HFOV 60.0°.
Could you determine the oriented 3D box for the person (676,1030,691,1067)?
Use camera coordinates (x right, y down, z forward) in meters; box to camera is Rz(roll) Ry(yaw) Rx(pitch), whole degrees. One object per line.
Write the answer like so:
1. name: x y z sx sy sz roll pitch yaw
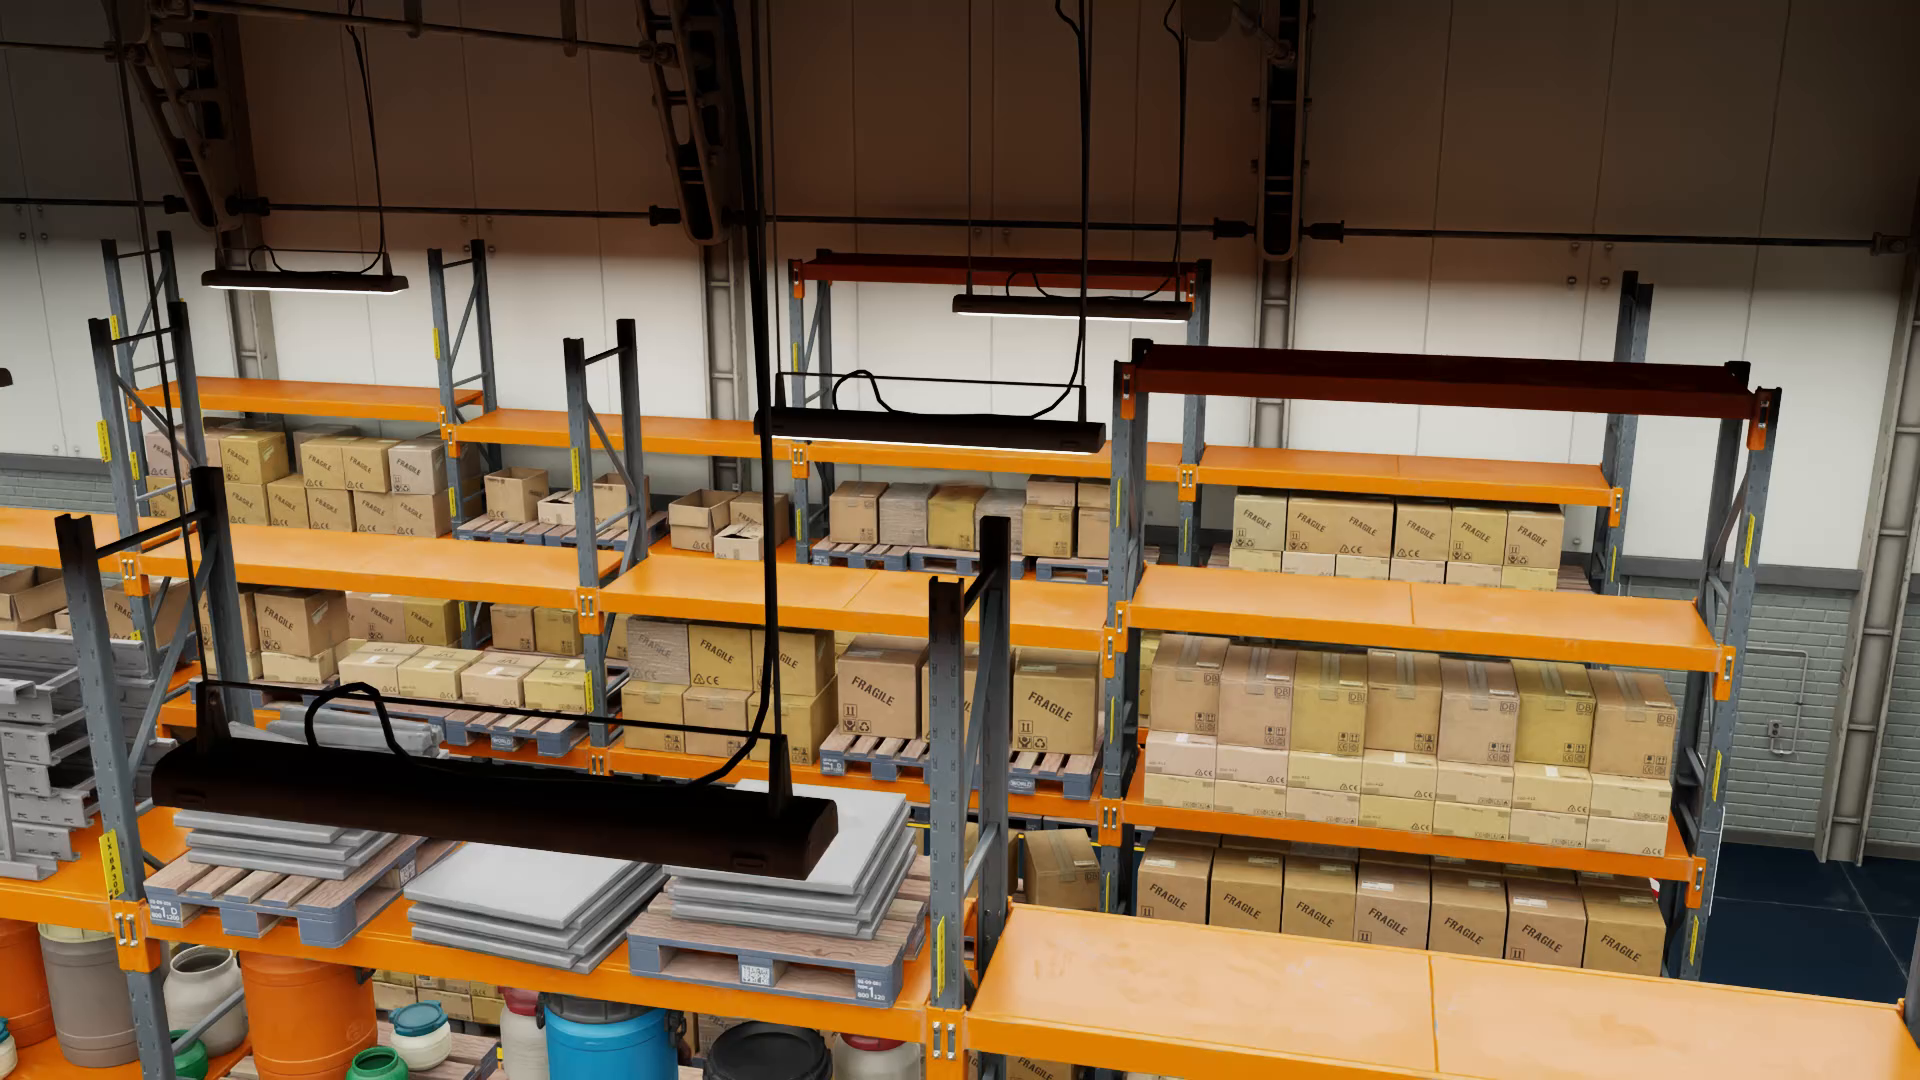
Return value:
1. person: -2.171 4.038 11.629 0.759 1.838 0.697 5 17 15
